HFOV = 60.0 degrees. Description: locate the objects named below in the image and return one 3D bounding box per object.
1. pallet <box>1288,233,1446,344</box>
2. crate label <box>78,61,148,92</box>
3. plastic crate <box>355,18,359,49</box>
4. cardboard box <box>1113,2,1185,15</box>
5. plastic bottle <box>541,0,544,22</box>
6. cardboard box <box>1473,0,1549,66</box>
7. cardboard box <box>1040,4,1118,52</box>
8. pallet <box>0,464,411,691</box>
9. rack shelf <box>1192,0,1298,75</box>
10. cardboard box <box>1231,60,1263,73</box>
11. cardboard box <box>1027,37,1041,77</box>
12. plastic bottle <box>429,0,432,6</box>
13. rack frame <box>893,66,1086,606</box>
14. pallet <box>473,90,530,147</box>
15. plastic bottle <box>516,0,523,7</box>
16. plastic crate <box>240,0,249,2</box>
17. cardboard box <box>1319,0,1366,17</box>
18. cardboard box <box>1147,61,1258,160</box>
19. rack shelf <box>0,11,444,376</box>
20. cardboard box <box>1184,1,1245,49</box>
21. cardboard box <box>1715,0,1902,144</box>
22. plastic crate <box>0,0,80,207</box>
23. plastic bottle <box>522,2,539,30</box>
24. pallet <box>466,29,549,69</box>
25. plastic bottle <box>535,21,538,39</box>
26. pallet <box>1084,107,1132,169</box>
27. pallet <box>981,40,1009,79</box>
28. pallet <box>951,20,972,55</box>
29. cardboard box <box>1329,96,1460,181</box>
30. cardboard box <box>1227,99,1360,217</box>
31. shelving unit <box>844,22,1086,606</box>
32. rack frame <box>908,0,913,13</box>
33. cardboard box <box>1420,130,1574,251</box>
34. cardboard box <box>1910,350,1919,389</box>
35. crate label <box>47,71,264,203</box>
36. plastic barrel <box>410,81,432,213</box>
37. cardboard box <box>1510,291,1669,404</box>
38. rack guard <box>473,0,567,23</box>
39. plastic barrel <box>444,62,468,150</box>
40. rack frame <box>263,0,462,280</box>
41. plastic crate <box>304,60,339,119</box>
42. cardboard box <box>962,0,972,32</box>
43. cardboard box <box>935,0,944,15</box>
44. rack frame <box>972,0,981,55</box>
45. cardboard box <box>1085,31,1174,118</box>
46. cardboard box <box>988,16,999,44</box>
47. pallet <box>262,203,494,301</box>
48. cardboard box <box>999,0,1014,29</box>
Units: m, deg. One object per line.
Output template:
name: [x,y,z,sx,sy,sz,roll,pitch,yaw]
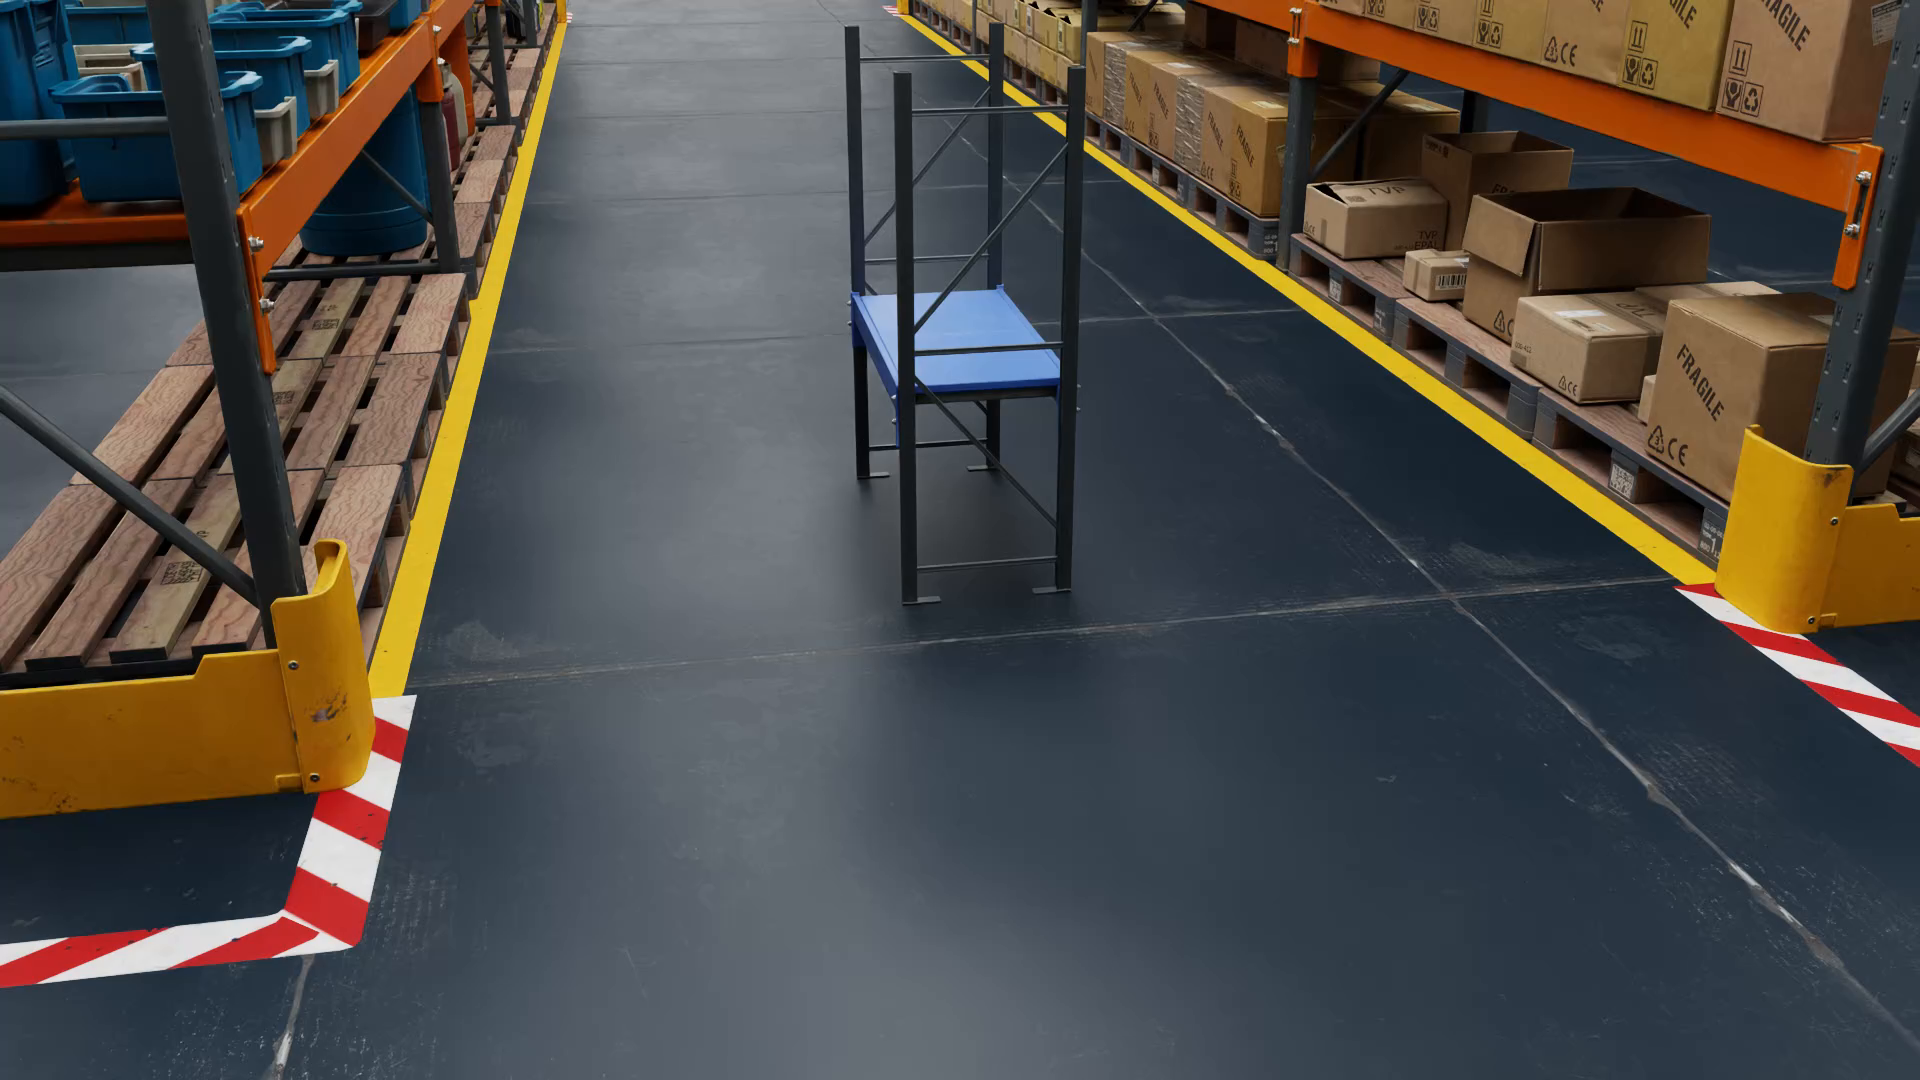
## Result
pallet: [2.221,-1.213,7.764,1.003,0.211,1.213,-4,24,-10]
crate label: [-2.478,-1.260,4.641,0.396,0.136,0.243,-4,24,-10]
plastic crate: [-2.157,-1.640,5.512,0.293,0.136,0.466,-4,24,-10]
cardboard box: [1.441,-3.958,12.774,0.500,0.311,0.500,-5,24,-11]
plastic bottle: [-4.177,-5.224,16.316,0.152,0.276,0.135,-5,24,-11]
cardboard box: [2.205,-1.988,5.930,0.500,0.500,0.500,-5,24,-10]
cardboard box: [0.914,-3.916,12.678,0.500,0.311,0.500,-5,24,-11]
pallet: [-2.149,0.128,4.693,1.003,0.211,1.213,-4,24,-10]
rack shelf: [1.725,-3.218,9.770,1.077,0.370,4.000,-4,24,-10]
cardboard box: [1.957,-2.631,10.099,0.500,0.500,0.500,-5,24,-12]
cardboard box: [0.829,-3.856,13.243,0.500,0.250,0.500,-4,24,-9]
plastic bottle: [-2.447,-2.571,7.534,0.061,0.283,0.133,-4,24,-10]
rack frame: [0.078,-0.521,4.569,0.500,1.500,0.032,-4,24,-10]
pallet: [-3.619,-2.999,11.853,1.003,0.211,1.213,-4,24,-10]
plastic bottle: [-4.249,-5.065,15.953,0.152,0.276,0.135,-4,24,-10]
plastic crate: [-2.855,-2.083,6.117,0.402,0.464,0.583,-4,24,-10]
cardboard box: [1.921,-2.586,7.299,0.500,0.500,0.500,-4,24,-8]
cardboard box: [1.450,-2.582,9.988,0.500,0.500,0.500,-5,24,-12]
rack shelf: [-2.404,-1.280,5.331,1.077,0.370,4.000,-4,24,-10]
cardboard box: [1.773,-3.362,10.836,0.500,0.250,0.500,-3,24,-8]
cardboard box: [2.484,-1.390,4.559,0.500,0.500,0.500,-4,24,-8]
plastic crate: [-2.280,-0.984,3.637,0.616,0.435,0.499,-4,24,-10]
plastic bottle: [-3.995,-4.879,15.433,0.144,0.351,0.185,-4,24,-8]
pallet: [-4.337,-4.532,15.363,1.003,0.211,1.213,-4,24,-10]
plastic bottle: [-3.900,-4.660,15.118,0.097,0.201,0.097,0,24,0]
pallet: [1.456,-2.760,11.306,1.003,0.211,1.213,-4,24,-10]
pallet: [0.790,-4.343,14.930,1.003,0.211,1.213,-4,24,-10]
pallet: [0.509,-4.946,16.311,1.003,0.211,1.213,-4,24,-10]
cardboard box: [2.245,-2.026,8.714,0.500,0.500,0.500,-5,24,-12]
cardboard box: [1.722,-1.990,8.632,0.500,0.500,0.500,-4,24,-10]
shelving unit: [-0.016,-0.721,5.027,0.538,1.500,1.048,-4,24,-10]
rack frame: [-0.124,-7.481,18.632,1.000,3.000,0.127,-4,24,-10]
cardboard box: [2.479,-1.614,7.772,0.500,0.500,0.500,-4,24,-10]
cardboard box: [2.920,-0.561,5.672,0.500,0.250,0.500,-4,24,-10]
crate label: [-1.756,-0.895,3.686,0.416,0.233,0.303,-4,24,-10]
plastic barrel: [-2.989,-2.121,8.455,0.600,0.901,0.708,-4,24,-10]
cardboard box: [2.345,-0.701,5.993,0.500,0.250,0.500,-4,24,-10]
rack guard: [-4.933,-5.944,18.235,1.175,0.500,0.348,-4,24,-10]
plastic barrel: [-3.214,-2.615,10.074,0.421,0.512,0.421,0,24,0]
rack frame: [-2.774,-2.396,6.988,1.000,3.000,0.127,-4,24,-10]
plastic crate: [-1.860,-1.250,4.619,0.250,0.136,0.298,-4,24,-10]
cardboard box: [0.315,-5.006,15.876,0.500,0.250,0.500,-4,24,-10]
cardboard box: [0.032,-5.596,17.226,0.500,0.250,0.500,-4,24,-10]
rack frame: [0.615,-5.908,15.029,1.000,3.000,0.127,-4,24,-10]
cardboard box: [1.158,-3.190,11.381,0.500,0.500,0.500,-3,24,-7]
cardboard box: [0.540,-4.462,14.630,0.500,0.250,0.500,-4,24,-8]
pallet: [-2.876,-1.425,8.248,1.003,0.211,1.213,-4,24,-10]
cardboard box: [0.631,-4.515,14.051,0.500,0.311,0.500,-5,24,-11]
